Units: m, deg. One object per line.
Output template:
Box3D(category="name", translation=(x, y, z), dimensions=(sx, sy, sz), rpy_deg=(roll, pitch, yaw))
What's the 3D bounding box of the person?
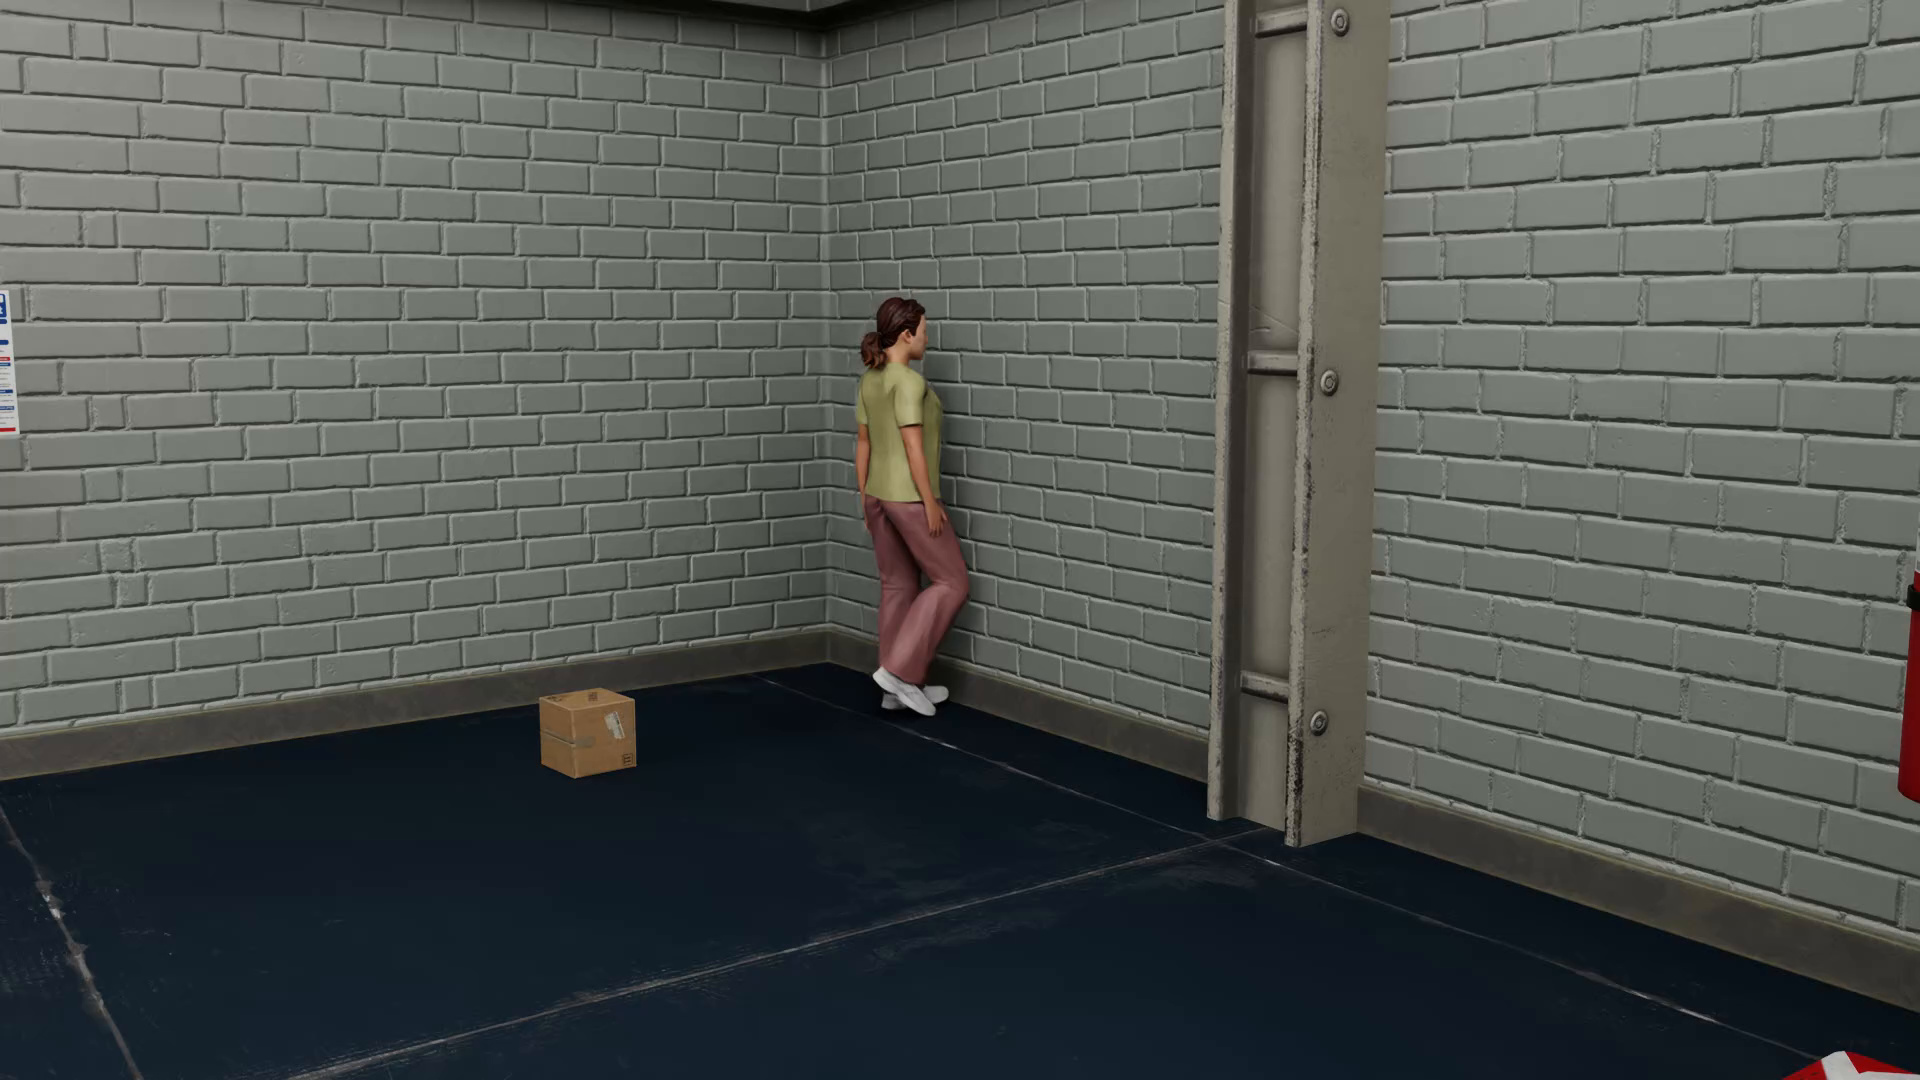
Box3D(category="person", translation=(-0.219, -0.136, 6.746), dimensions=(0.413, 1.682, 0.463), rpy_deg=(-5, 9, -31))
